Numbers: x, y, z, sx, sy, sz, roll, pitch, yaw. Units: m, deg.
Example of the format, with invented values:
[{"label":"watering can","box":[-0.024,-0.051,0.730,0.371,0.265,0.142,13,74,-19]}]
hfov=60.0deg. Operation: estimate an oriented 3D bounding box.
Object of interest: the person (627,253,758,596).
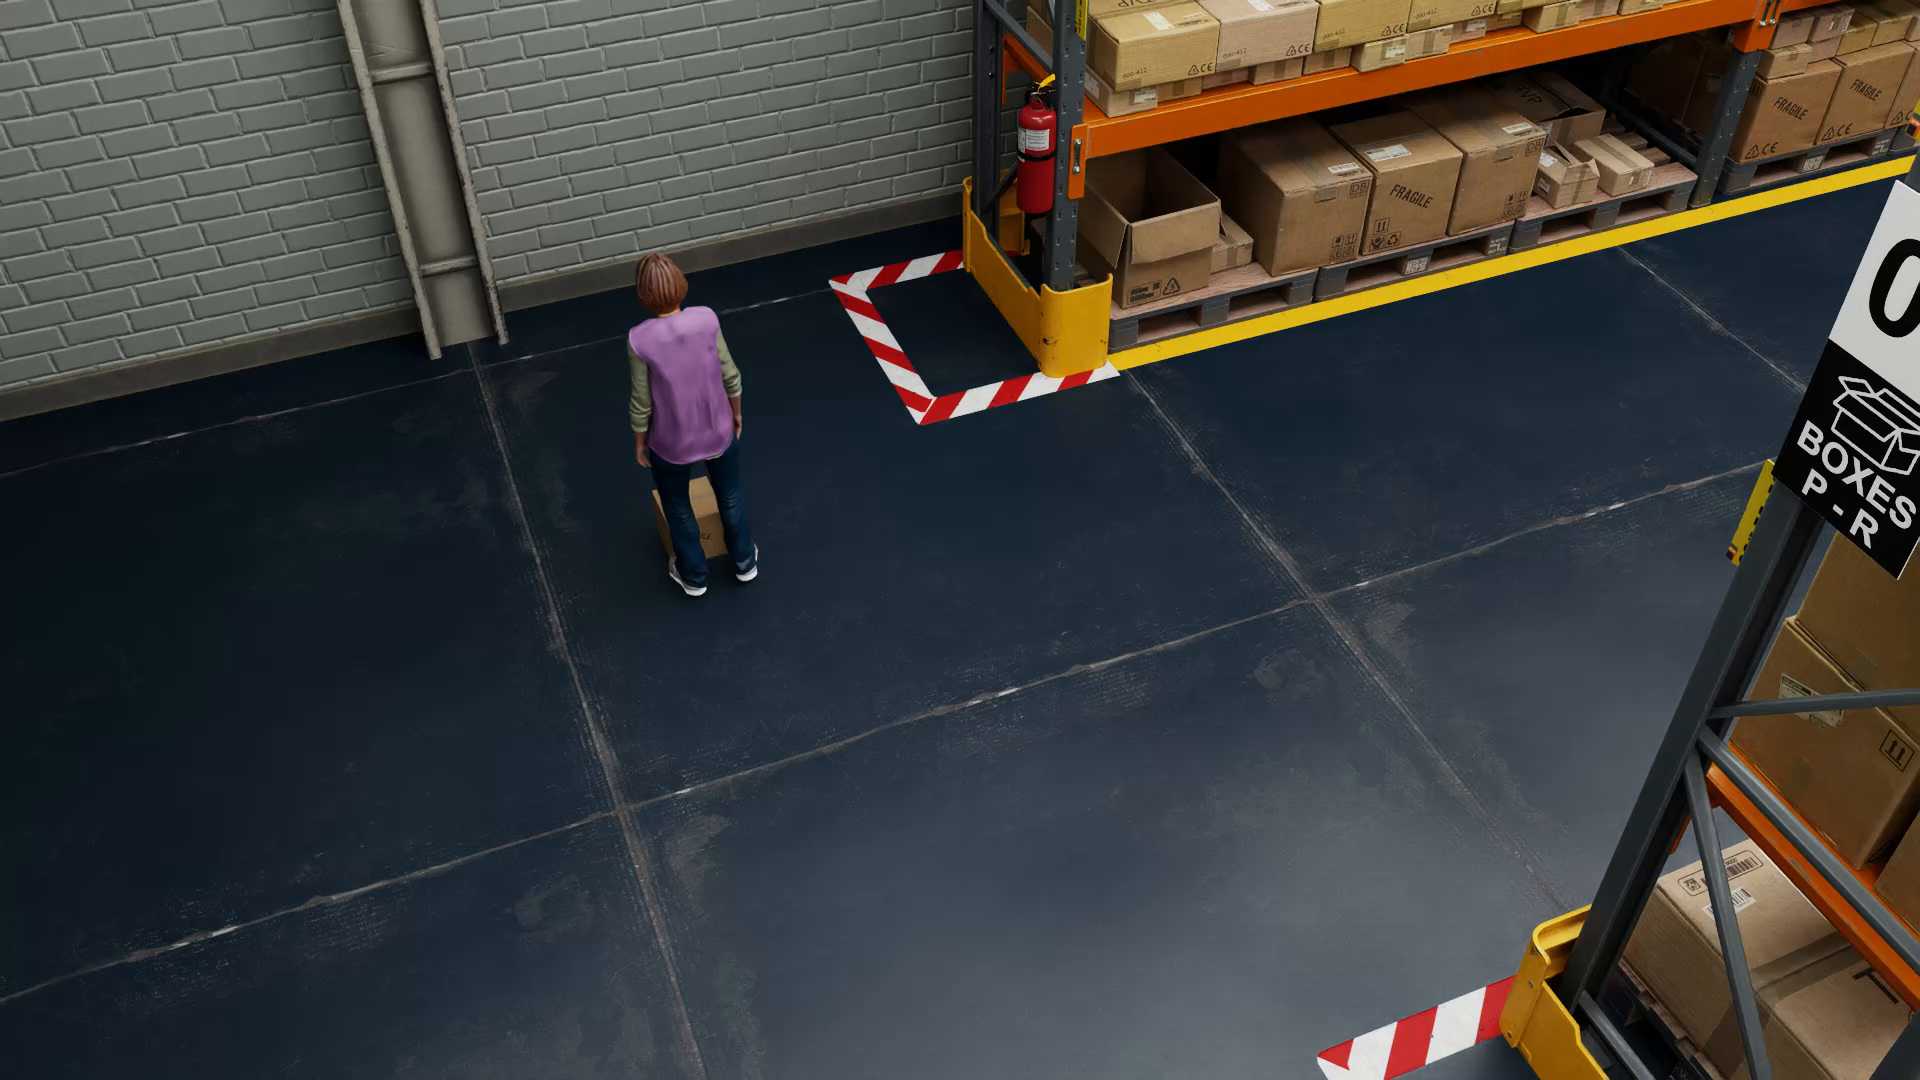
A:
[{"label":"person","box":[-1.072,-0.424,6.634,0.477,1.592,0.345,-18,45,-19]}]
